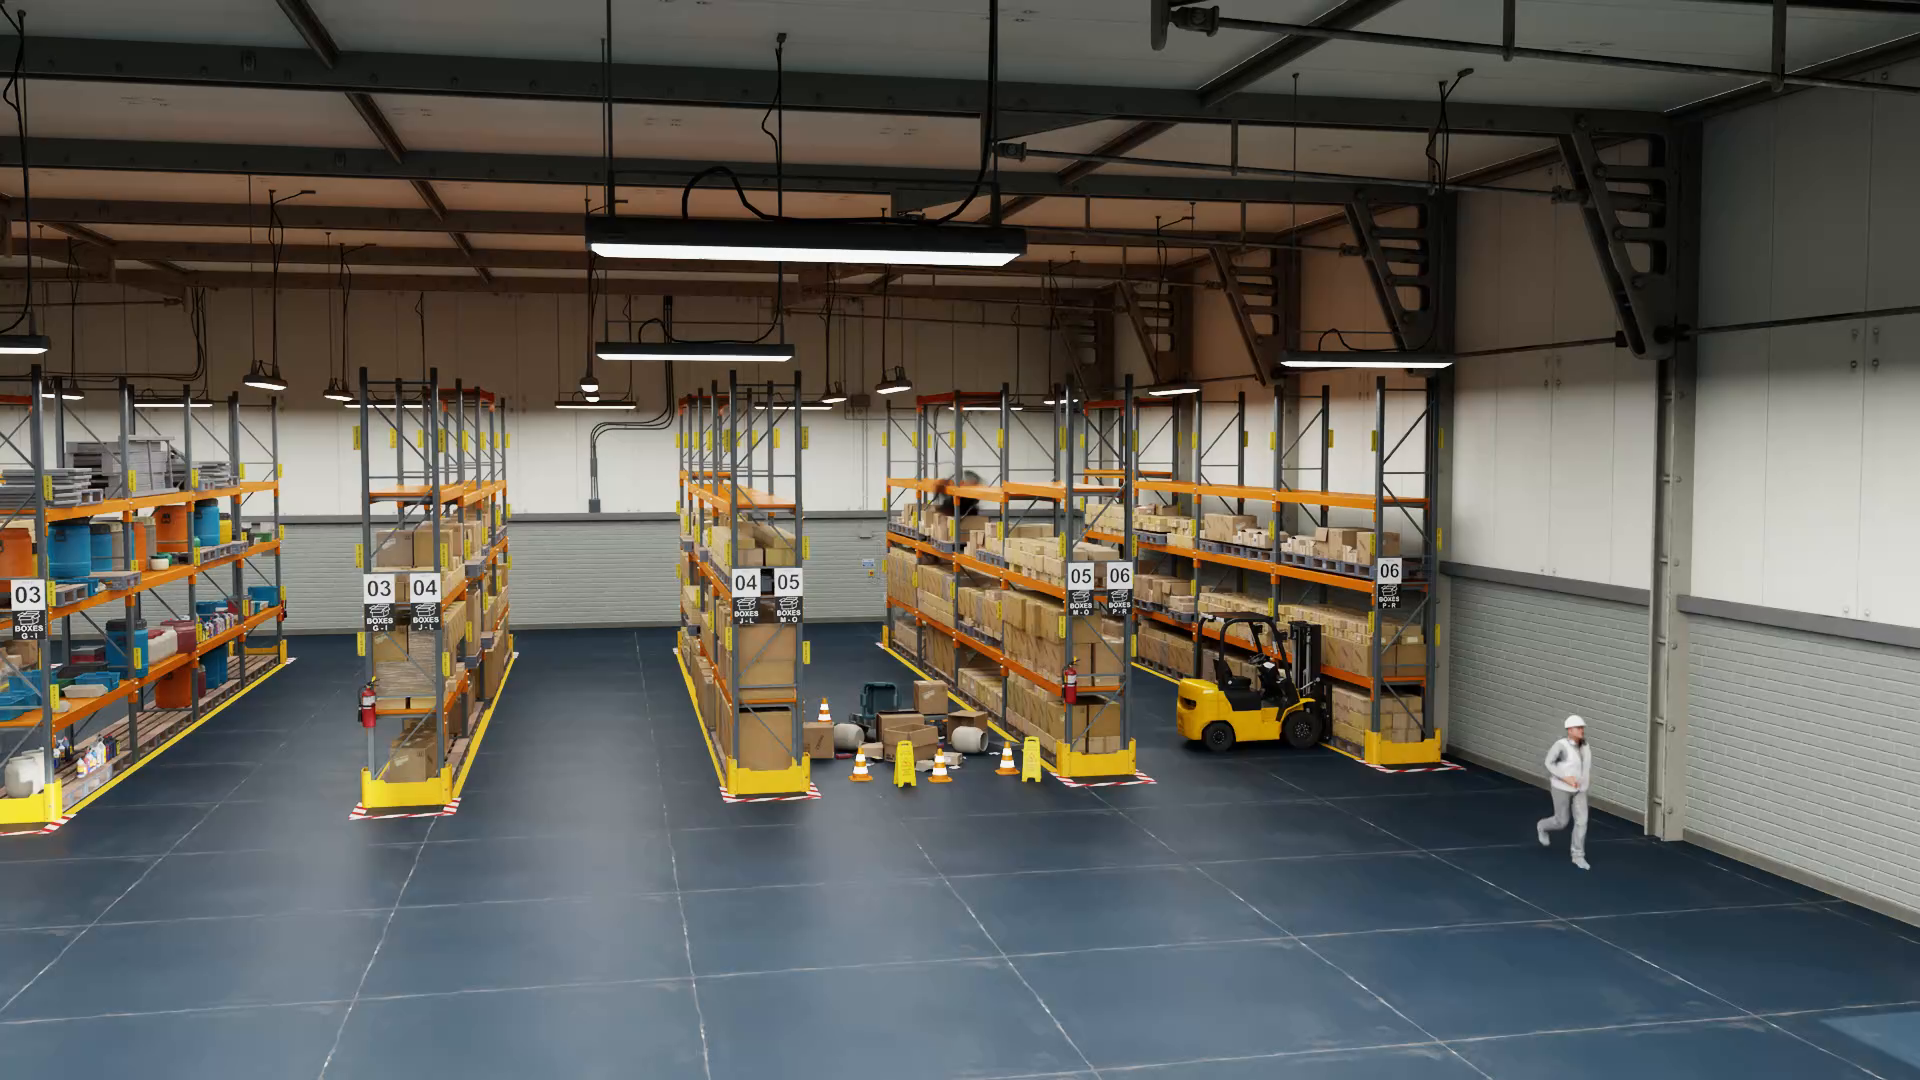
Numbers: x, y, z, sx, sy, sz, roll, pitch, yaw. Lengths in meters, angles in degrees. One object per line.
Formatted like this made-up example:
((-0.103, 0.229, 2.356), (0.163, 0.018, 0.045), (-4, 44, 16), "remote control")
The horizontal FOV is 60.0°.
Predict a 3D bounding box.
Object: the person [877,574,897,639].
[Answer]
((-1.712, 1.697, 41.758), (0.879, 1.681, 0.637), (1, 3, 12), "person")

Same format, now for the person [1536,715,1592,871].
((7.239, 2.952, 19.790), (0.683, 1.767, 0.946), (-1, 4, -19), "person")
